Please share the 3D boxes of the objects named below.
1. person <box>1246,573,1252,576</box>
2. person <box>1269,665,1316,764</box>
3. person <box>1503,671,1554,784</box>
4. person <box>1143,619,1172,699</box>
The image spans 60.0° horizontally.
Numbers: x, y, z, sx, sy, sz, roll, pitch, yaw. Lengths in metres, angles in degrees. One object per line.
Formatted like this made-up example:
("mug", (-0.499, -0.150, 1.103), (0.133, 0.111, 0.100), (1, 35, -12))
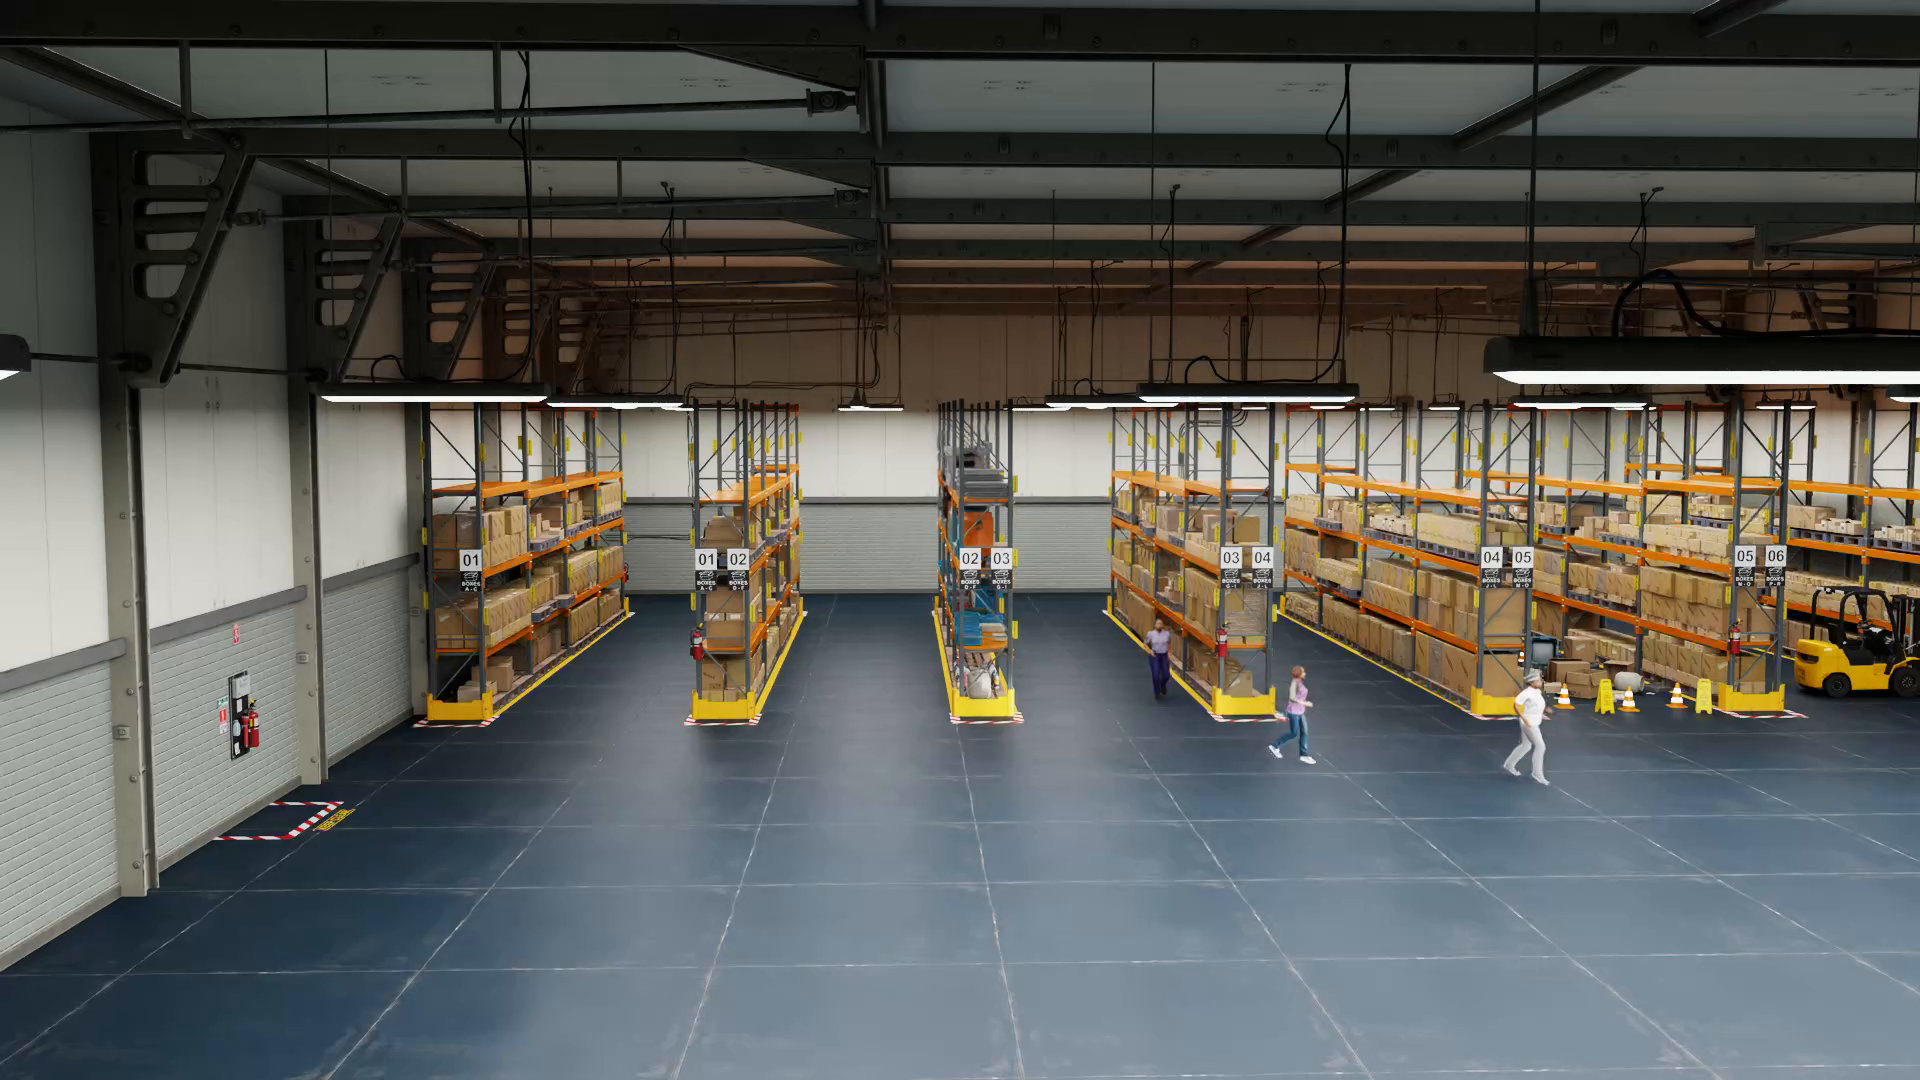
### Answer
("person", (8.061, 1.418, 46.165), (0.636, 1.627, 0.521), (0, 4, -1))
("person", (5.482, 2.854, 27.312), (0.770, 1.613, 0.565), (2, 5, 26))
("person", (8.873, 2.907, 25.971), (0.762, 1.747, 0.570), (3, 5, 33))
("person", (3.990, 2.389, 33.449), (0.609, 1.600, 0.546), (0, 4, -3))
